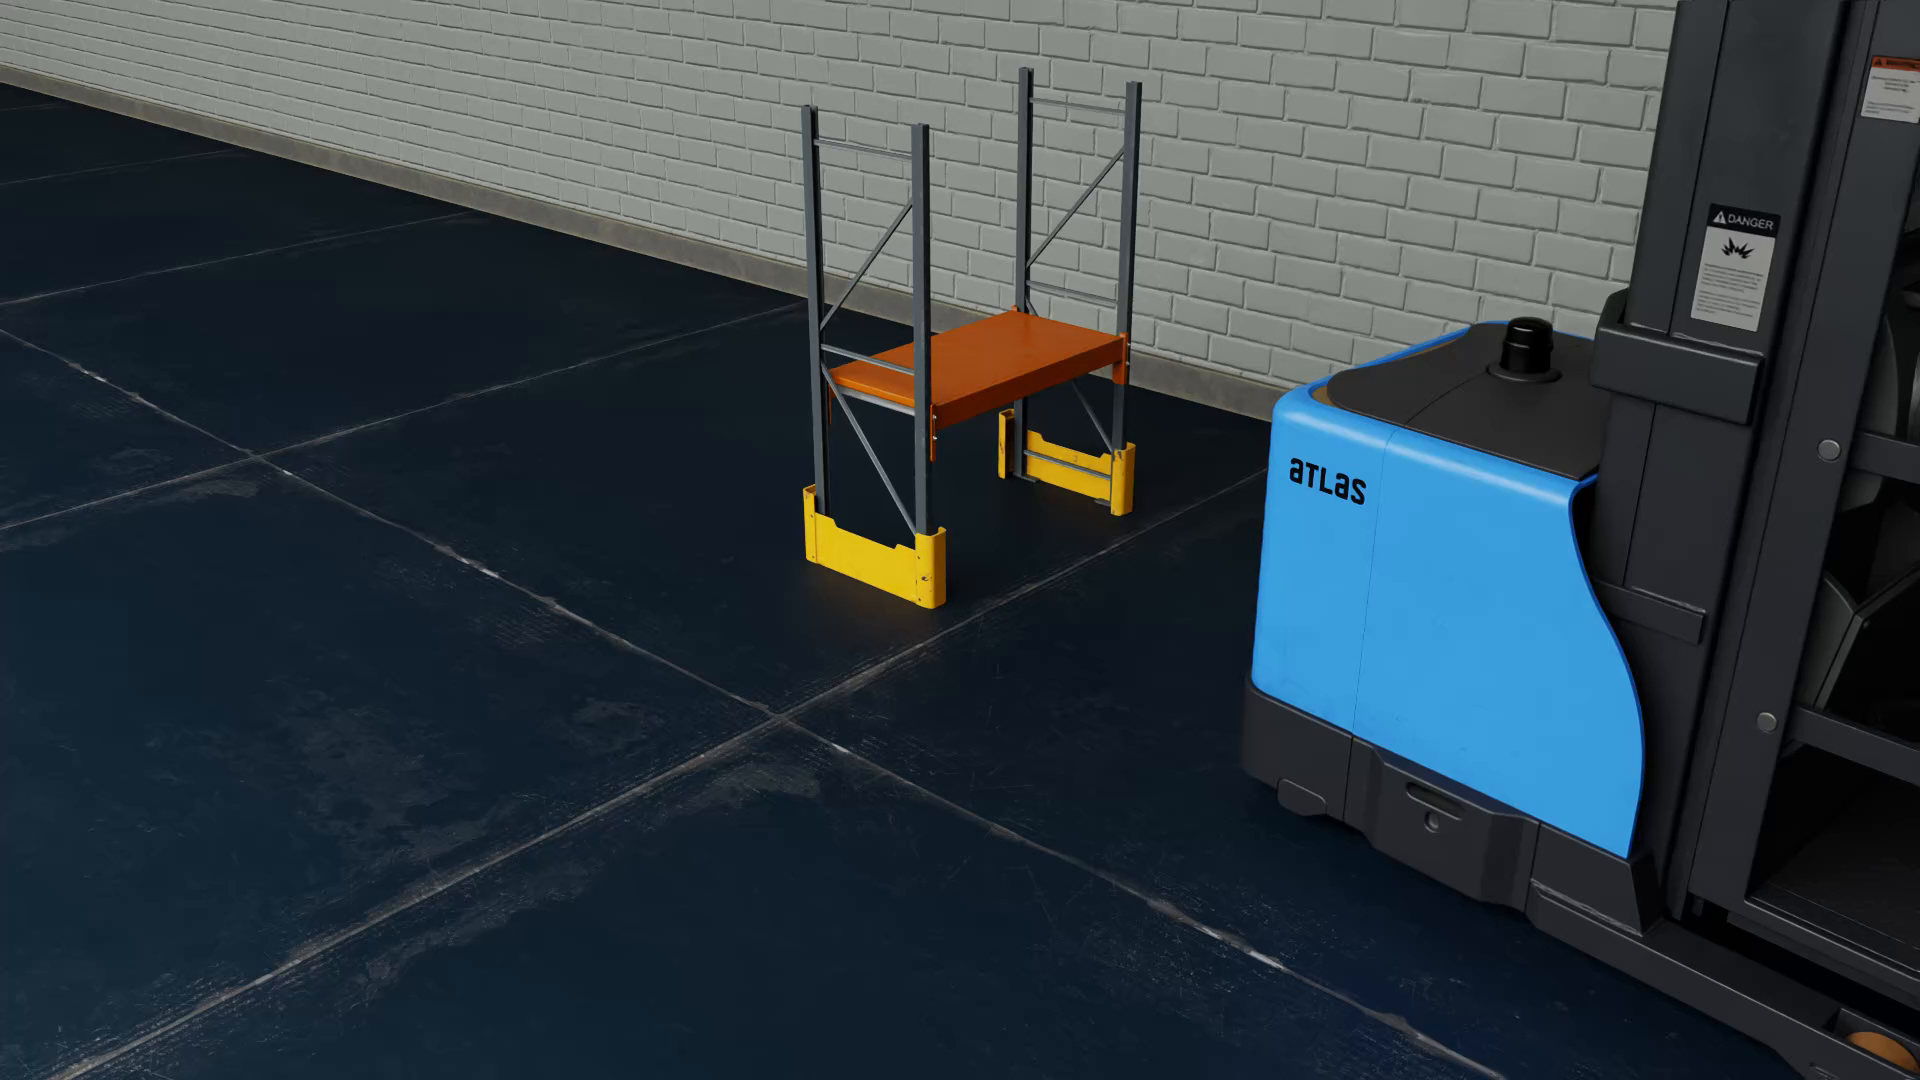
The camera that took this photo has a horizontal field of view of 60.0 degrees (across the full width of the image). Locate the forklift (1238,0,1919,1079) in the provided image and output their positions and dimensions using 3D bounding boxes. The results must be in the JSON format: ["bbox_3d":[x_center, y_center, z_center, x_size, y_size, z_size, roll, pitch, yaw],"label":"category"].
[{"bbox_3d":[2.083,-0.386,3.028,1.130,2.935,3.031,-20,31,-38],"label":"forklift"}]

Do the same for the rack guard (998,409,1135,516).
[{"bbox_3d":[0.383,-0.289,6.089,0.587,0.250,0.087,20,31,38],"label":"rack guard"}]

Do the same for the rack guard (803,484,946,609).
[{"bbox_3d":[-0.281,0.014,5.412,0.587,0.250,0.087,20,31,38],"label":"rack guard"}]

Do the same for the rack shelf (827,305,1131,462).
[{"bbox_3d":[0.057,-0.546,5.575,0.538,0.185,1.000,20,31,38],"label":"rack shelf"}]

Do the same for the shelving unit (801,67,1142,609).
[{"bbox_3d":[0.051,-0.708,5.495,0.587,1.500,1.083,20,31,38],"label":"shelving unit"}]

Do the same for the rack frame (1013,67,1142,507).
[{"bbox_3d":[0.396,-0.865,5.847,0.500,1.500,0.032,20,31,38],"label":"rack frame"}]

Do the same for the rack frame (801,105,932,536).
[{"bbox_3d":[-0.282,-0.555,5.156,0.500,1.500,0.032,20,31,38],"label":"rack frame"}]
